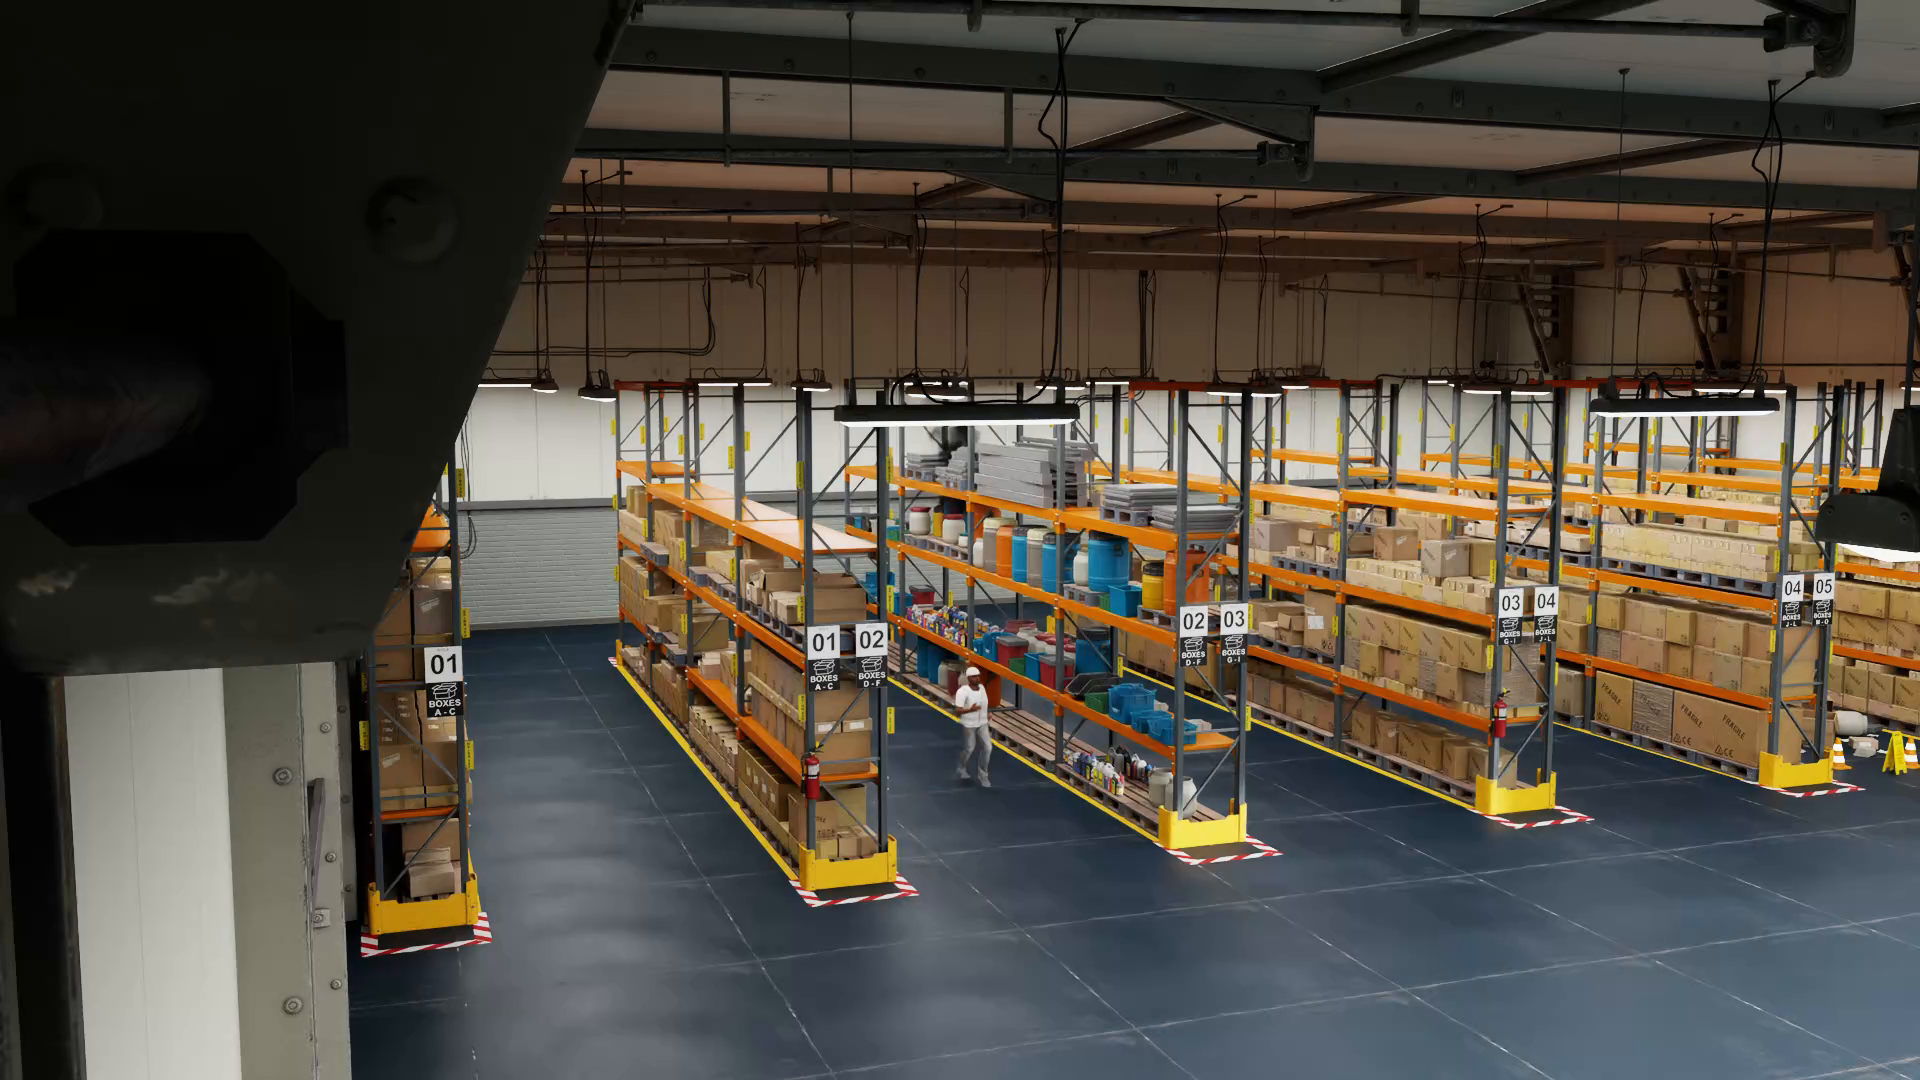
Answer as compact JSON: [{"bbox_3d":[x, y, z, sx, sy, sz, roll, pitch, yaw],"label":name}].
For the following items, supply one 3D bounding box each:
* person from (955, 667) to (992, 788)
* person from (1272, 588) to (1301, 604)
[{"bbox_3d":[0.214,2.810,25.019,0.674,1.823,0.730,-4,7,-31],"label":"person"},{"bbox_3d":[8.138,1.047,41.611,0.988,1.801,0.688,-2,6,-16],"label":"person"}]
